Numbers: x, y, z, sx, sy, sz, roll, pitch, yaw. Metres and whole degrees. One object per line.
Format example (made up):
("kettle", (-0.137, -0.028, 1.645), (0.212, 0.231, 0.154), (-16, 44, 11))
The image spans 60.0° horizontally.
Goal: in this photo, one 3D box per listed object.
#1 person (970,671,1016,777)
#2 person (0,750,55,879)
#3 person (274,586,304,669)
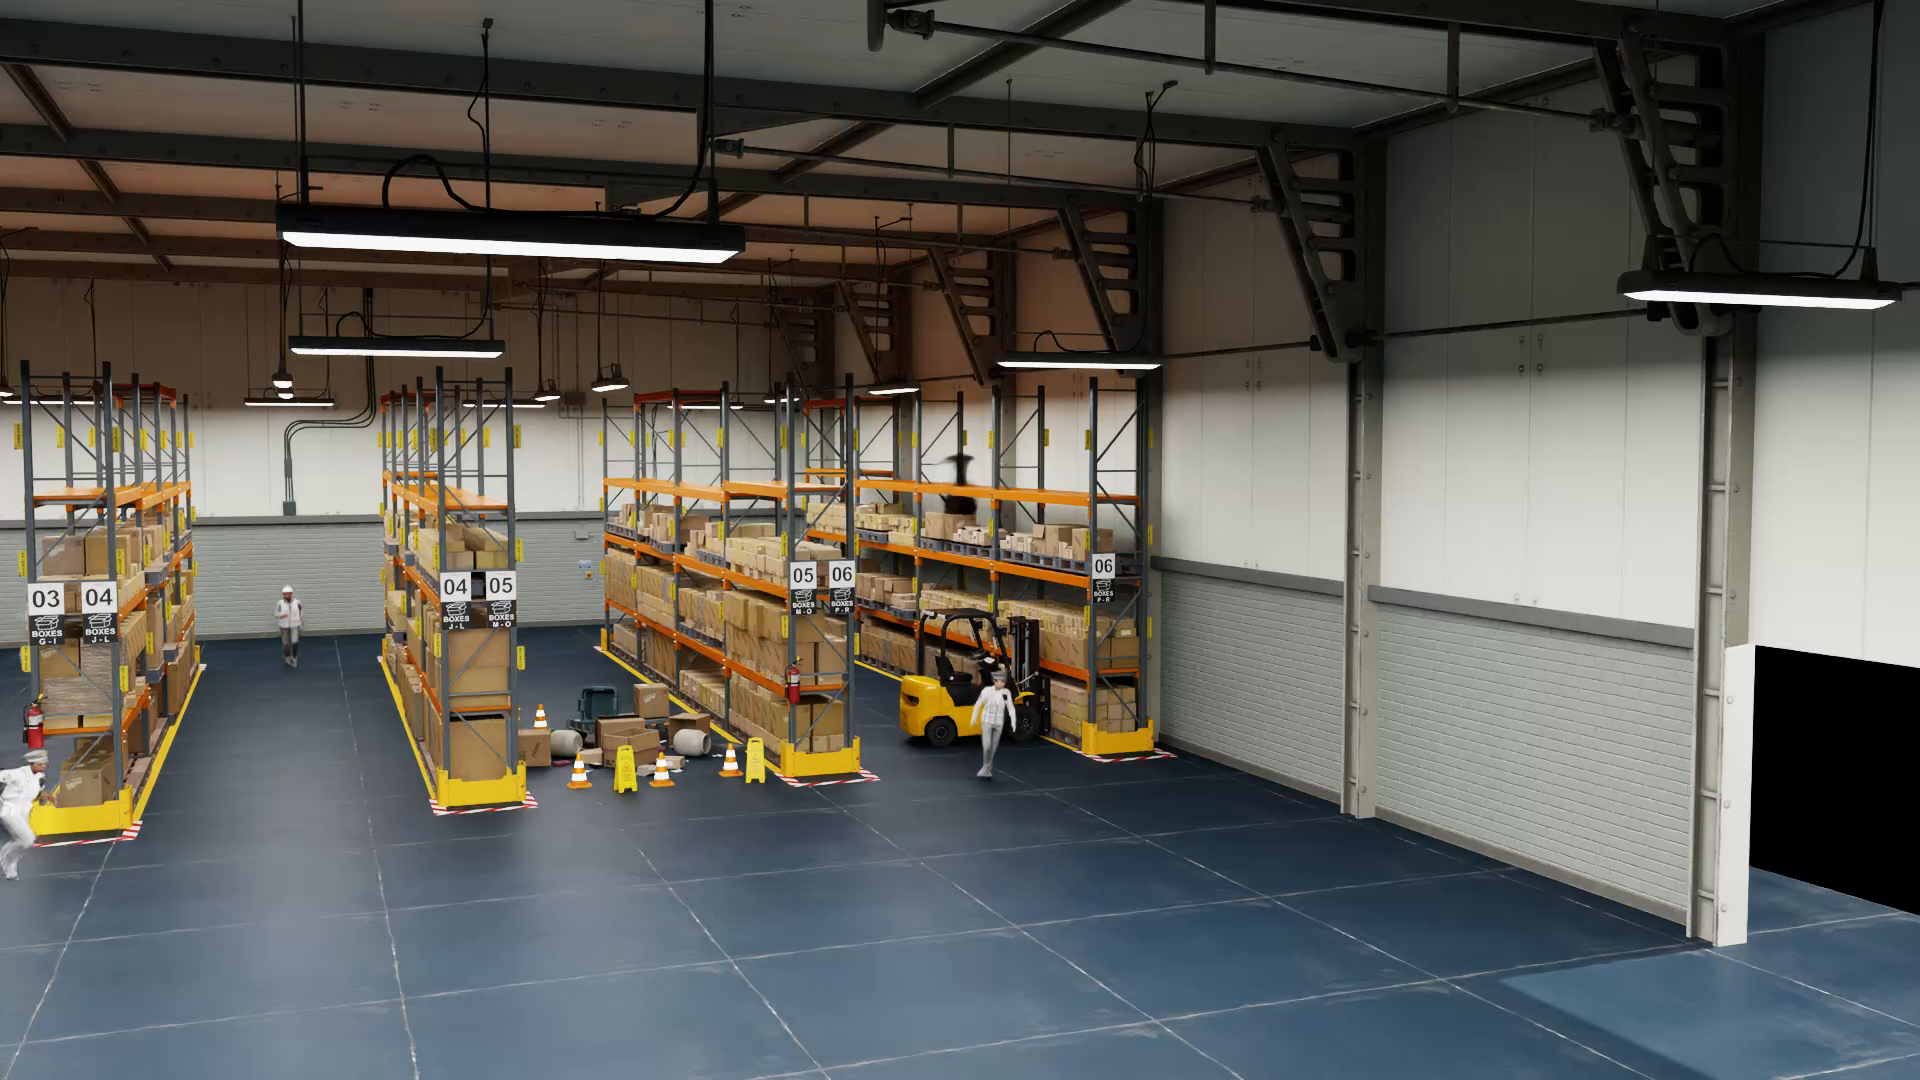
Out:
("person", (0.505, 2.715, 24.485), (0.600, 1.610, 0.676), (-1, 4, -17))
("person", (-10.650, 3.116, 18.767), (0.882, 1.497, 0.614), (1, 4, 13))
("person", (-14.734, 1.925, 36.529), (0.606, 1.825, 0.833), (-1, 4, -21))
